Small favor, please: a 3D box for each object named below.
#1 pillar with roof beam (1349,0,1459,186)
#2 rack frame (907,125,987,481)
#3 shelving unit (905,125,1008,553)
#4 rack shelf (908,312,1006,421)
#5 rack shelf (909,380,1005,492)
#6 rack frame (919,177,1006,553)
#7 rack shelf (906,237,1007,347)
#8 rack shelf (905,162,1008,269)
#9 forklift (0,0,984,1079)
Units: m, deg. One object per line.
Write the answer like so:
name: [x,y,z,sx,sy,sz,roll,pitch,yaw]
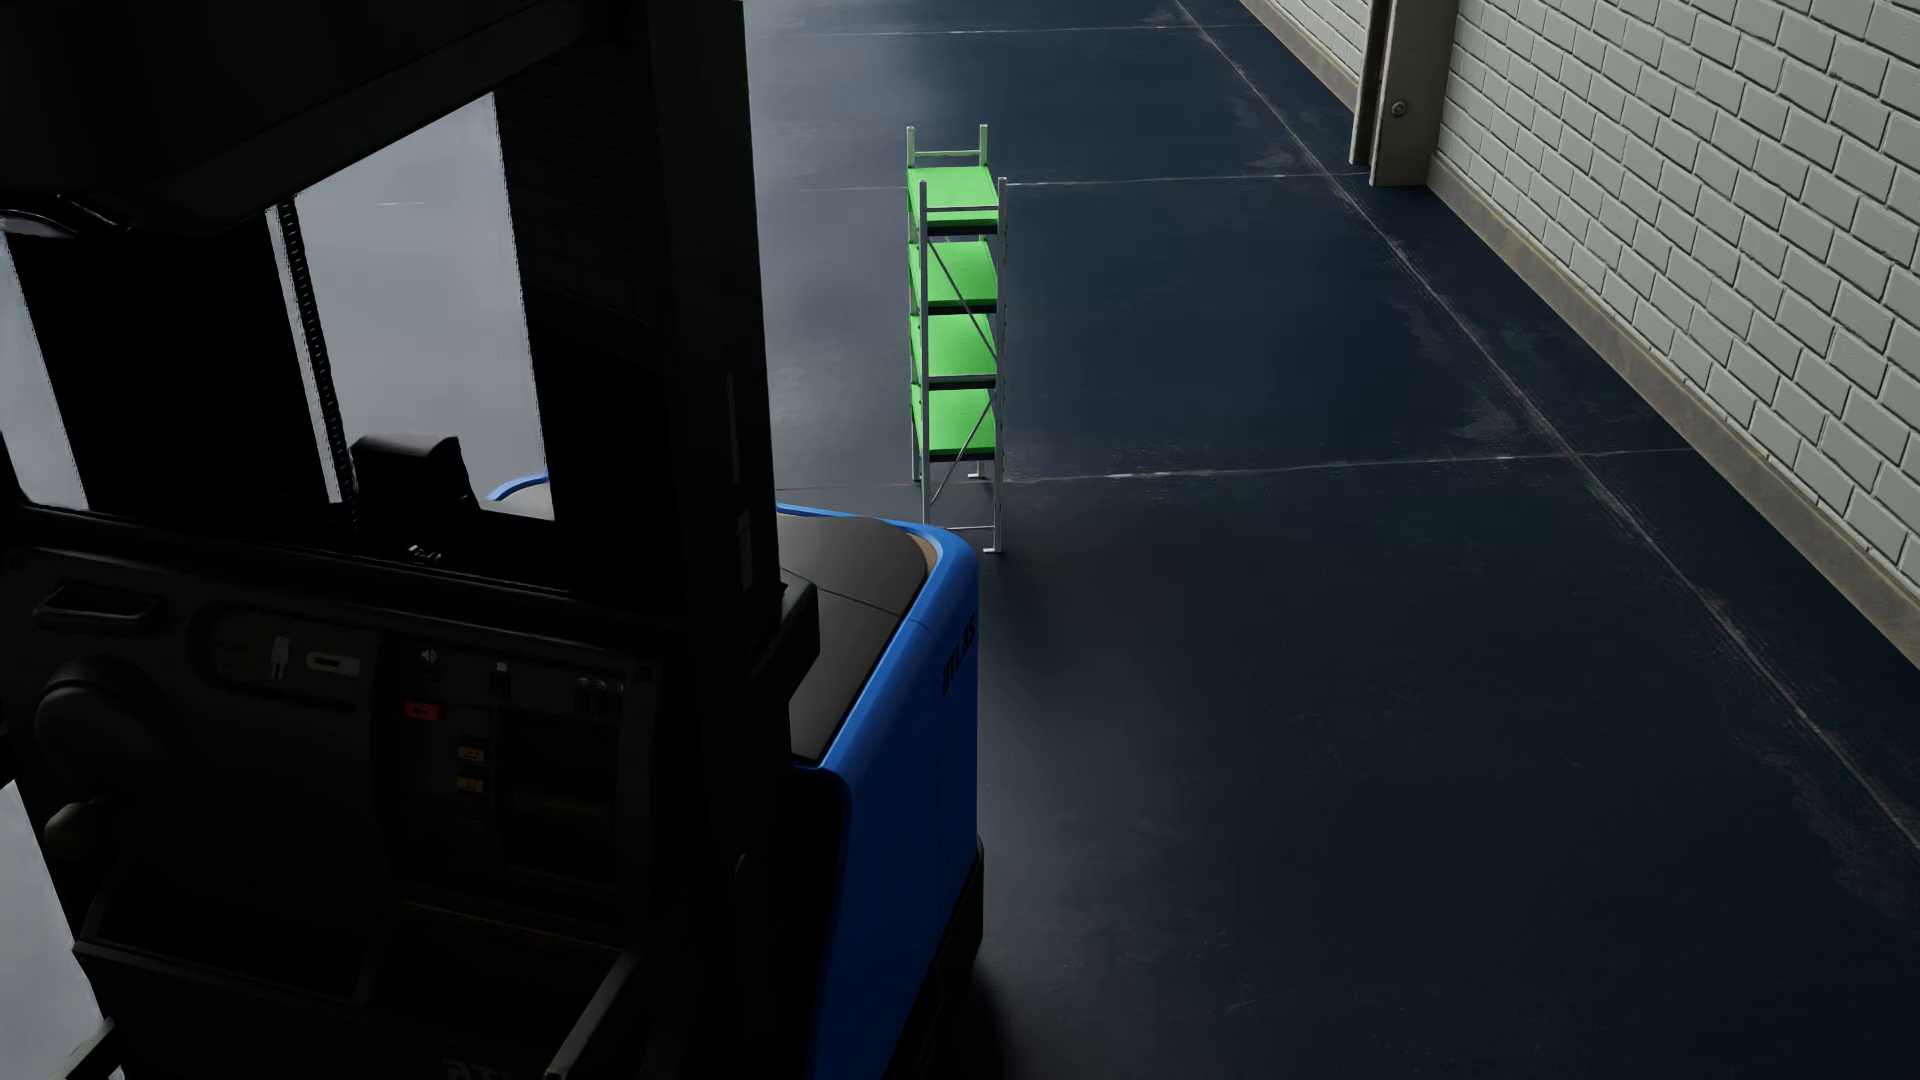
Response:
pillar with roof beam: [-2.130,-5.499,5.681,9.100,9.000,0.400,-3,31,-5]
rack frame: [-0.038,-0.724,5.292,0.240,1.200,0.015,-3,31,-5]
shelving unit: [-0.016,-0.600,5.084,0.258,1.200,0.503,-3,31,-5]
rack shelf: [-0.016,-0.545,5.117,0.258,0.148,0.480,-3,31,-5]
rack shelf: [-0.015,-0.339,5.240,0.258,0.148,0.480,-3,31,-5]
rack frame: [0.007,-0.475,4.875,0.240,1.200,0.015,-3,31,-5]
rack shelf: [-0.016,-0.751,4.994,0.258,0.148,0.480,-3,31,-5]
rack shelf: [-0.016,-0.957,4.870,0.258,0.148,0.480,-3,31,-5]
forklift: [-0.854,0.299,1.891,1.130,2.935,3.031,9,32,14]
